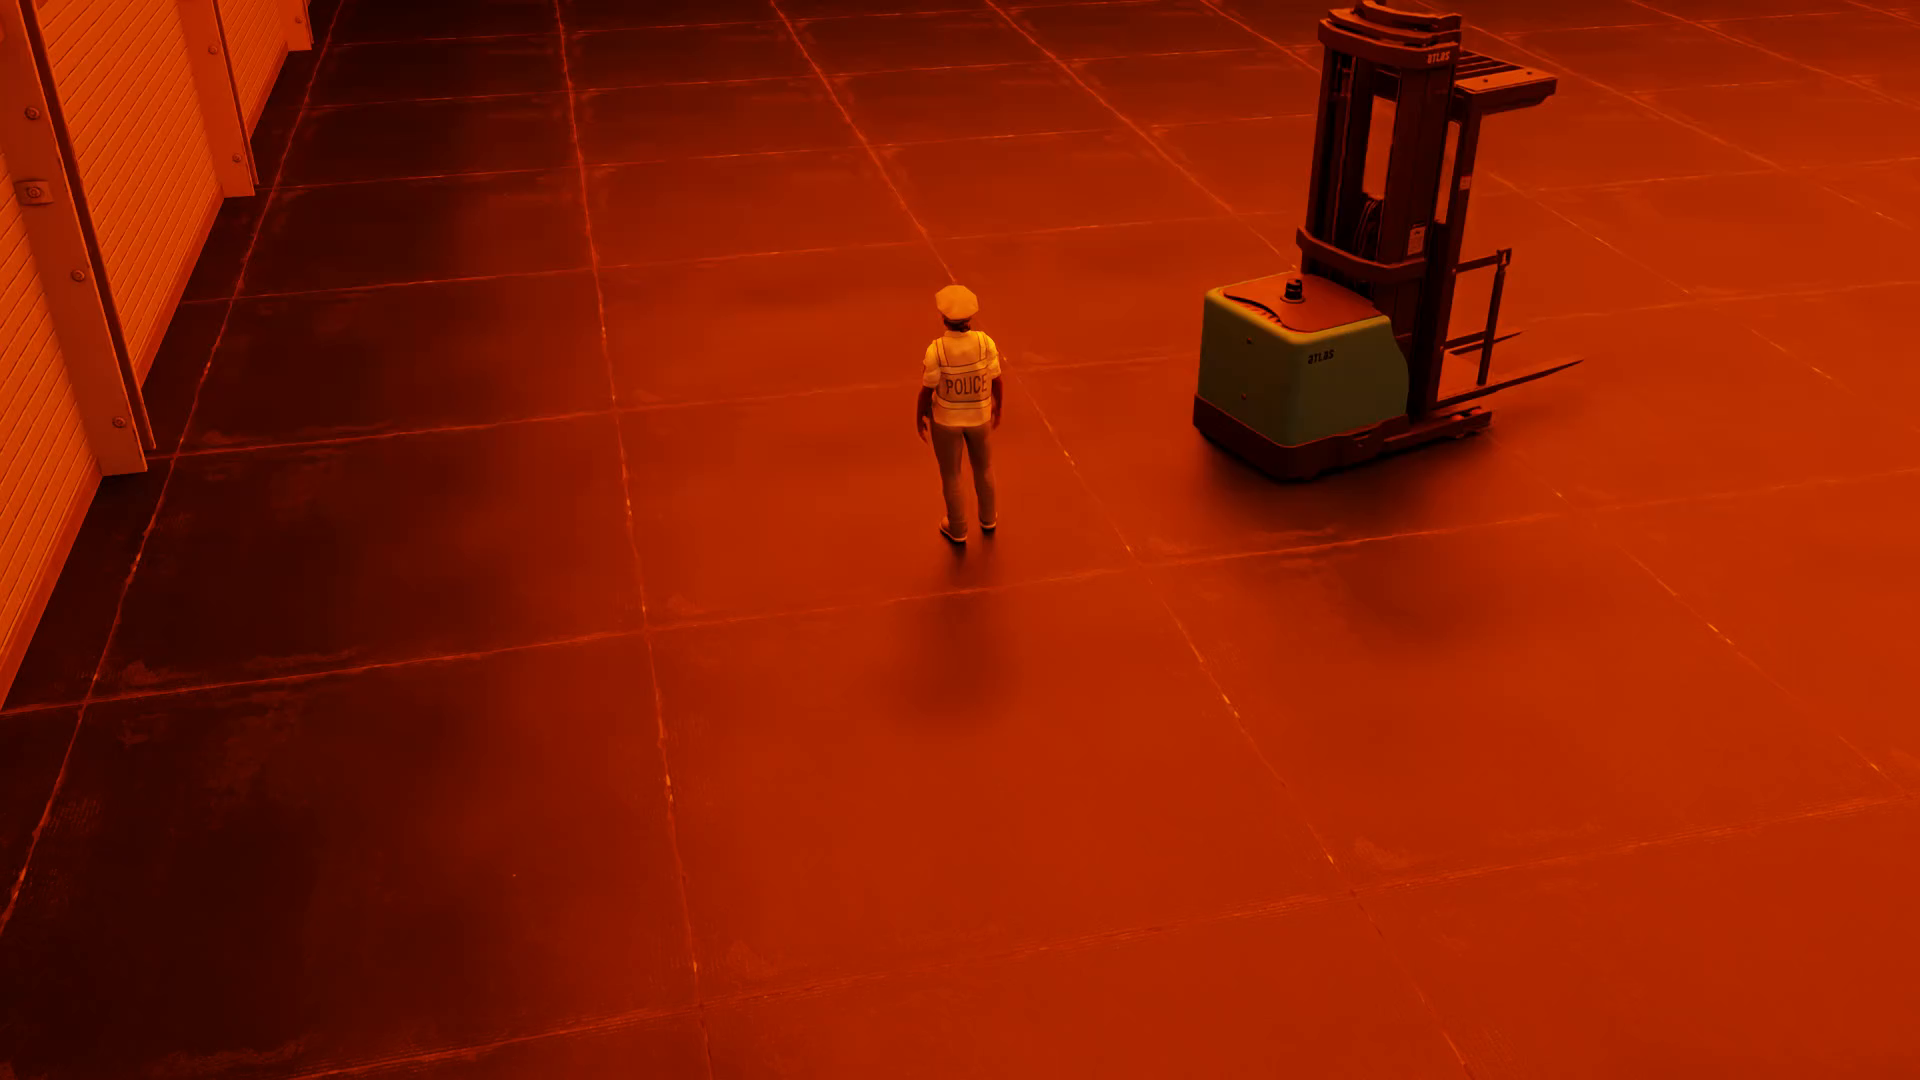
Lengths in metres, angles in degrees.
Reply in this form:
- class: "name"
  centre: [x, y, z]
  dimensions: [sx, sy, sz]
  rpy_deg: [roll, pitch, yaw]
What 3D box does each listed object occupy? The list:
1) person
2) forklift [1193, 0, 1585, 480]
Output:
- class: "person"
  centre: [0.002, -0.779, 10.139]
  dimensions: [0.569, 1.695, 0.528]
  rpy_deg: [-7, 31, -12]
- class: "forklift"
  centre: [3.182, -2.197, 11.369]
  dimensions: [3.031, 2.935, 1.130]
  rpy_deg: [-16, 34, -26]
